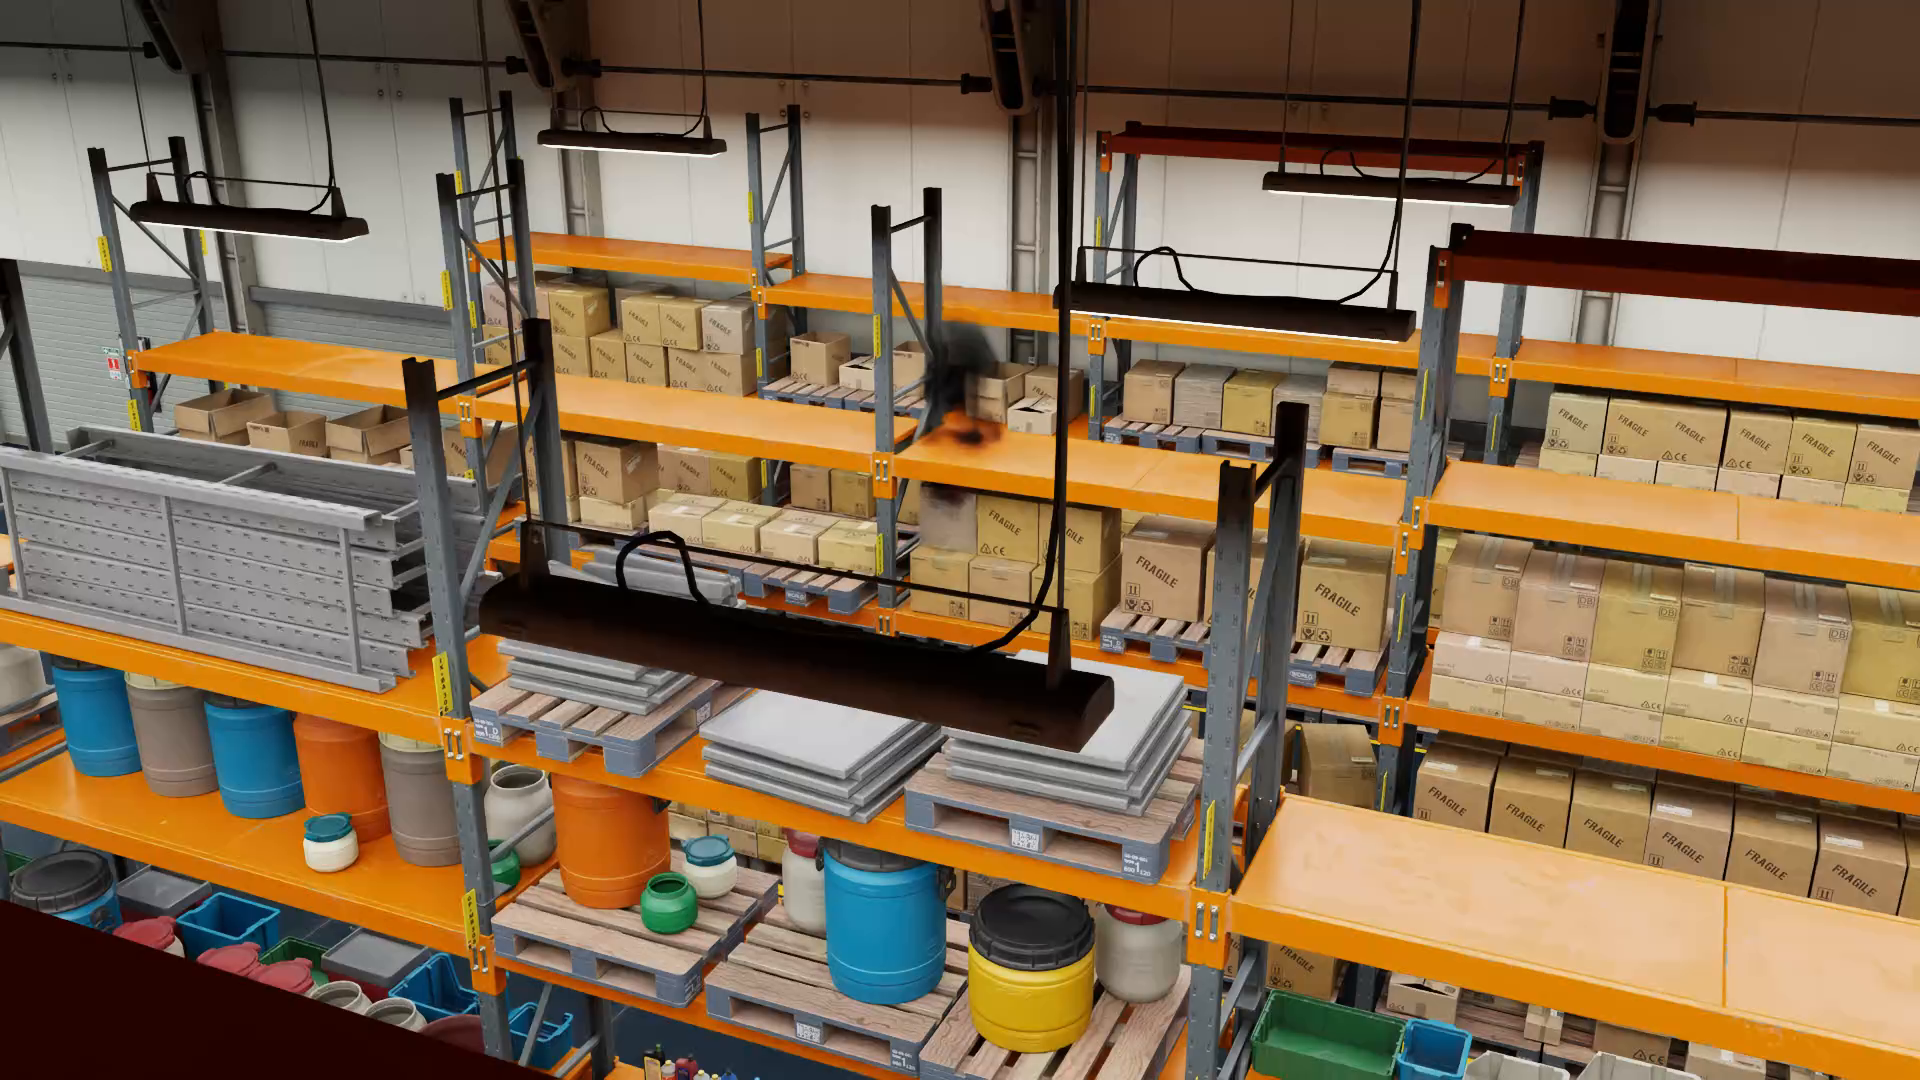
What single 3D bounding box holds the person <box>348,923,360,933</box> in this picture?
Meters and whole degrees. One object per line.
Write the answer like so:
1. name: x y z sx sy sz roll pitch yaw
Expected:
1. person: -4.332 2.905 12.581 1.034 1.715 0.728 7 22 17
